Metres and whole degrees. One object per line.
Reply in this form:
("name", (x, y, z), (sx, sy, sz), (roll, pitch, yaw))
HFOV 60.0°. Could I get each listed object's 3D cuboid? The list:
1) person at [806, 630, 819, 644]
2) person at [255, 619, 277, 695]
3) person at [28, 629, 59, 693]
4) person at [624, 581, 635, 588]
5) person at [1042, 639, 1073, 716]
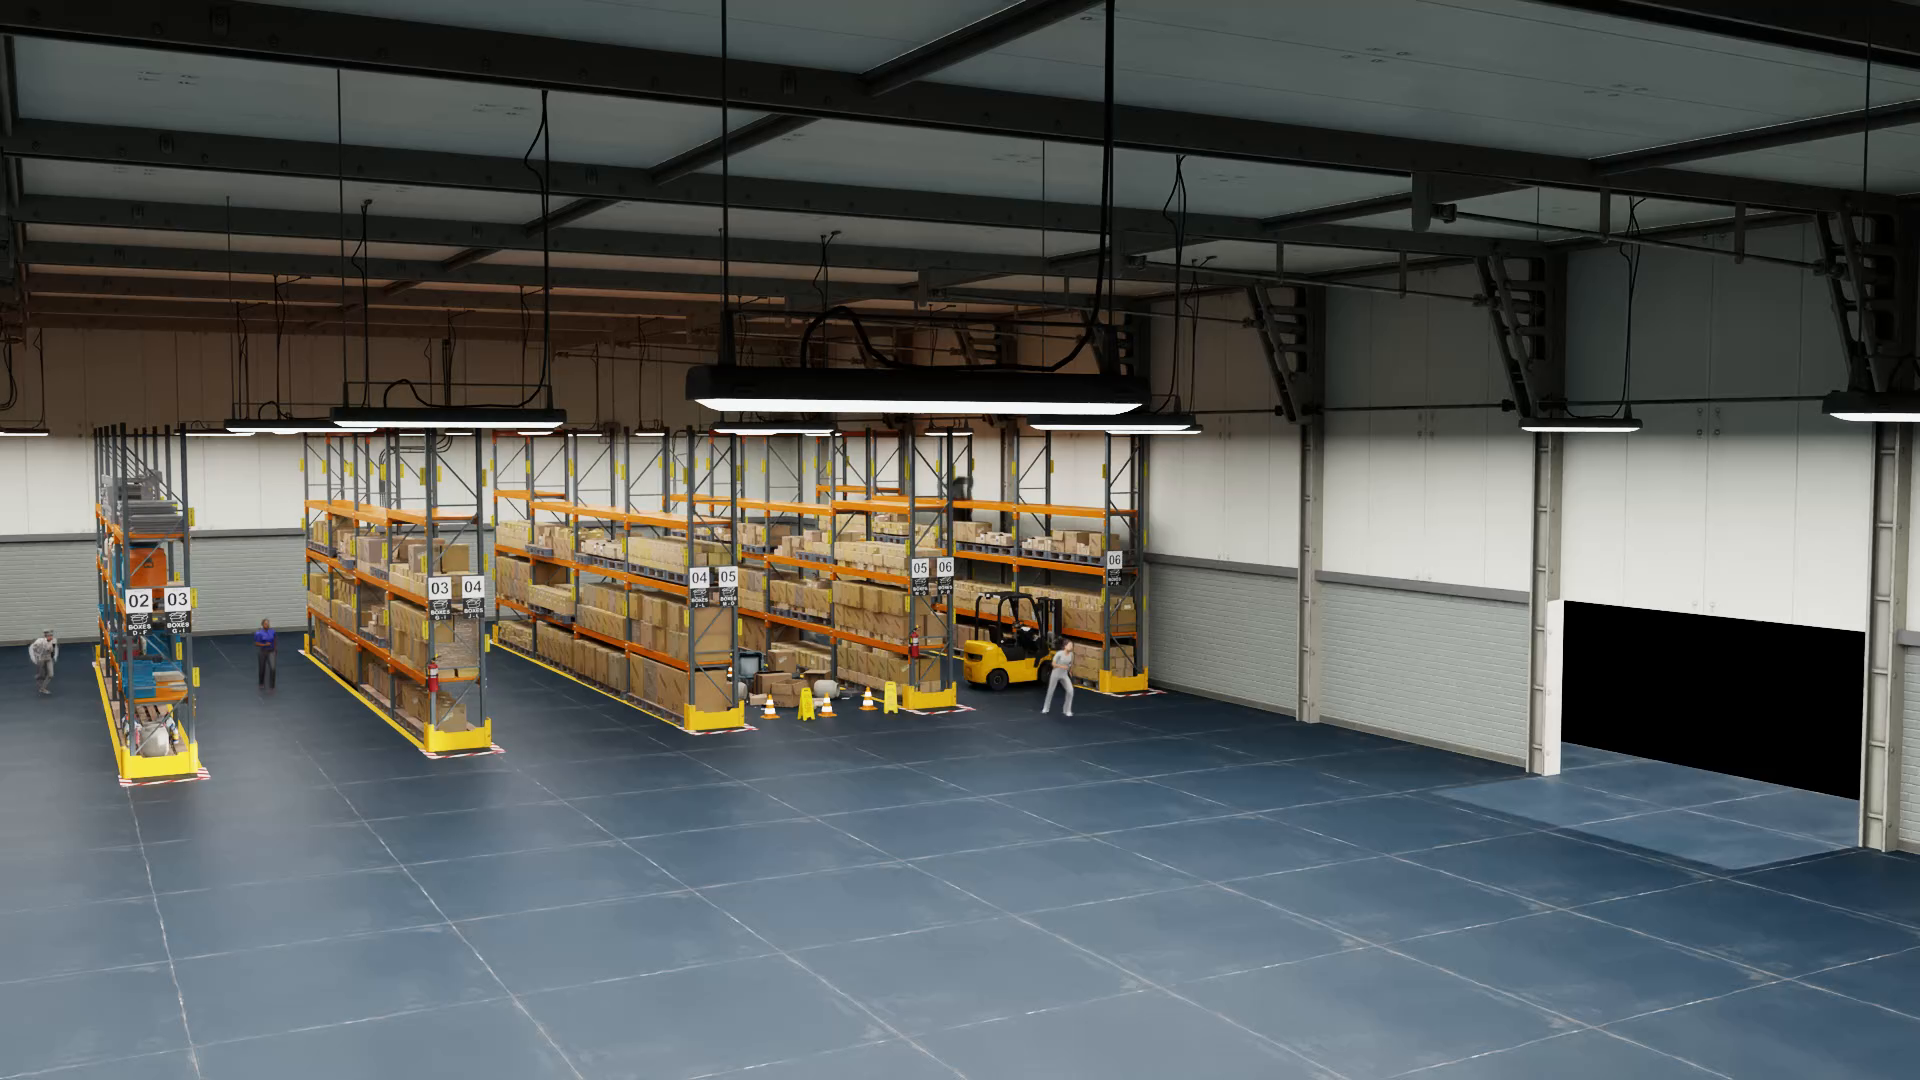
("person", (-4.115, 2.191, 45.786), (0.717, 1.601, 0.630), (0, 3, 1))
("person", (-15.647, 2.625, 37.503), (0.519, 1.715, 0.848), (-2, 4, -33))
("person", (-20.680, 2.728, 37.489), (0.888, 1.479, 0.632), (3, 5, 41))
("person", (-9.903, 1.878, 49.924), (0.554, 1.655, 0.663), (-3, 4, -36))
("person", (2.084, 2.853, 34.564), (0.659, 1.601, 0.805), (-1, 4, -20))
